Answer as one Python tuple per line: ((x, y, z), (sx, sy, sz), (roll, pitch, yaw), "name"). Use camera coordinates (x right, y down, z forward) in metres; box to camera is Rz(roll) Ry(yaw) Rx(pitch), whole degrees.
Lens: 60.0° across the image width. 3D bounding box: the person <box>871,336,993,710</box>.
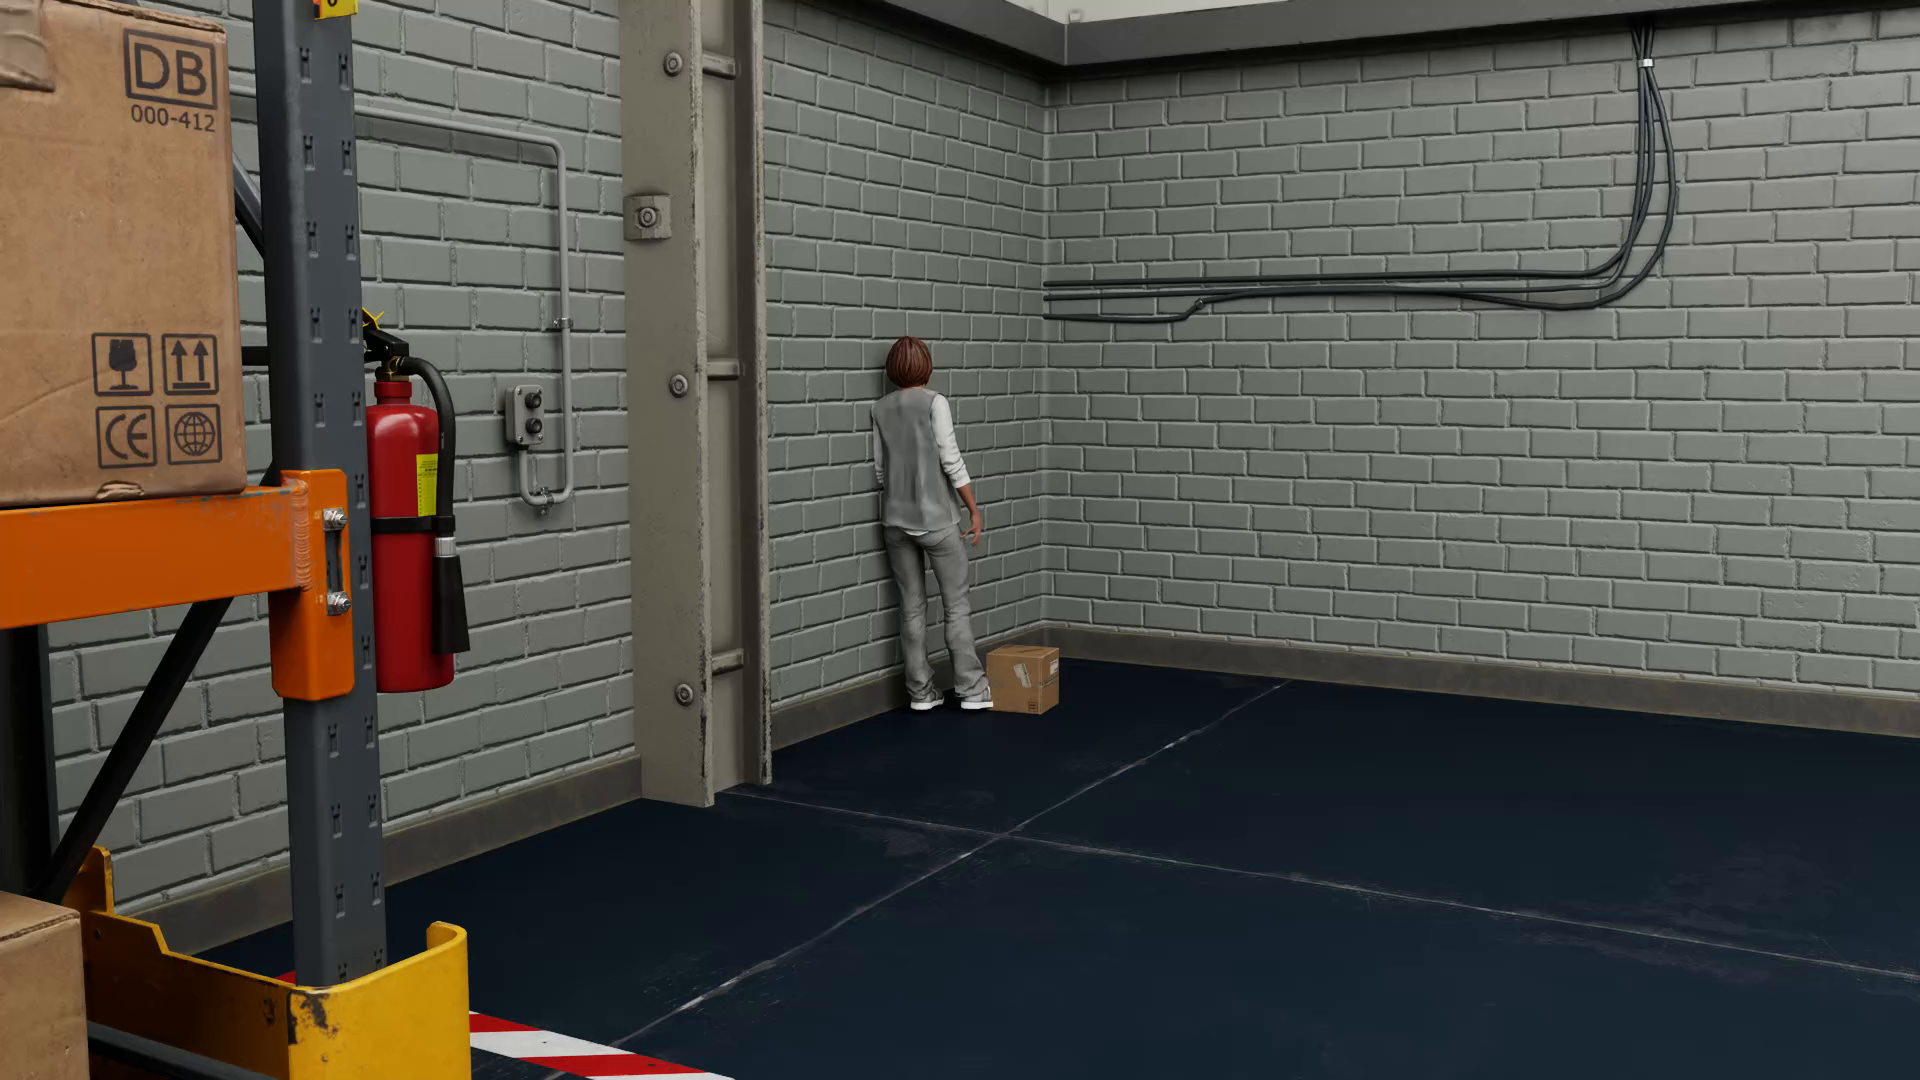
((-0.115, -0.068, 7.104), (0.520, 1.597, 0.475), (3, 7, 29), "person")
